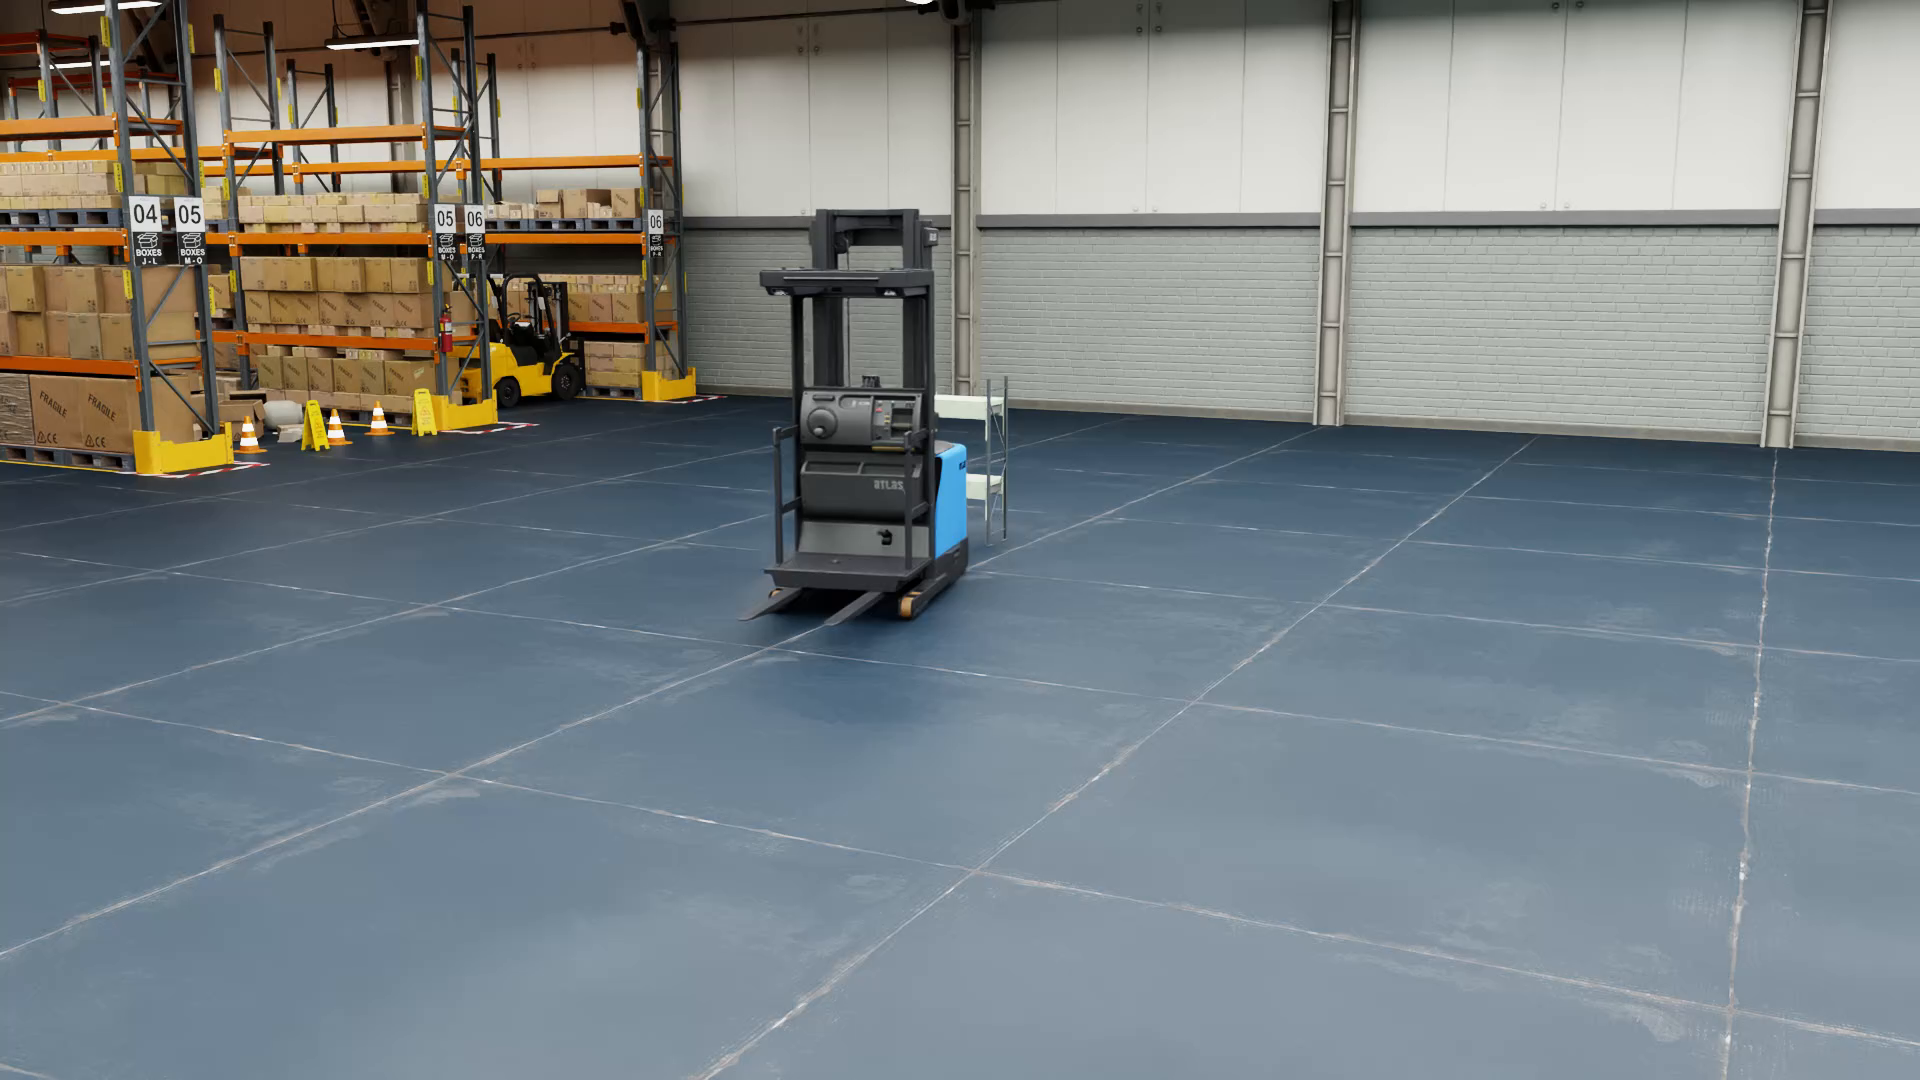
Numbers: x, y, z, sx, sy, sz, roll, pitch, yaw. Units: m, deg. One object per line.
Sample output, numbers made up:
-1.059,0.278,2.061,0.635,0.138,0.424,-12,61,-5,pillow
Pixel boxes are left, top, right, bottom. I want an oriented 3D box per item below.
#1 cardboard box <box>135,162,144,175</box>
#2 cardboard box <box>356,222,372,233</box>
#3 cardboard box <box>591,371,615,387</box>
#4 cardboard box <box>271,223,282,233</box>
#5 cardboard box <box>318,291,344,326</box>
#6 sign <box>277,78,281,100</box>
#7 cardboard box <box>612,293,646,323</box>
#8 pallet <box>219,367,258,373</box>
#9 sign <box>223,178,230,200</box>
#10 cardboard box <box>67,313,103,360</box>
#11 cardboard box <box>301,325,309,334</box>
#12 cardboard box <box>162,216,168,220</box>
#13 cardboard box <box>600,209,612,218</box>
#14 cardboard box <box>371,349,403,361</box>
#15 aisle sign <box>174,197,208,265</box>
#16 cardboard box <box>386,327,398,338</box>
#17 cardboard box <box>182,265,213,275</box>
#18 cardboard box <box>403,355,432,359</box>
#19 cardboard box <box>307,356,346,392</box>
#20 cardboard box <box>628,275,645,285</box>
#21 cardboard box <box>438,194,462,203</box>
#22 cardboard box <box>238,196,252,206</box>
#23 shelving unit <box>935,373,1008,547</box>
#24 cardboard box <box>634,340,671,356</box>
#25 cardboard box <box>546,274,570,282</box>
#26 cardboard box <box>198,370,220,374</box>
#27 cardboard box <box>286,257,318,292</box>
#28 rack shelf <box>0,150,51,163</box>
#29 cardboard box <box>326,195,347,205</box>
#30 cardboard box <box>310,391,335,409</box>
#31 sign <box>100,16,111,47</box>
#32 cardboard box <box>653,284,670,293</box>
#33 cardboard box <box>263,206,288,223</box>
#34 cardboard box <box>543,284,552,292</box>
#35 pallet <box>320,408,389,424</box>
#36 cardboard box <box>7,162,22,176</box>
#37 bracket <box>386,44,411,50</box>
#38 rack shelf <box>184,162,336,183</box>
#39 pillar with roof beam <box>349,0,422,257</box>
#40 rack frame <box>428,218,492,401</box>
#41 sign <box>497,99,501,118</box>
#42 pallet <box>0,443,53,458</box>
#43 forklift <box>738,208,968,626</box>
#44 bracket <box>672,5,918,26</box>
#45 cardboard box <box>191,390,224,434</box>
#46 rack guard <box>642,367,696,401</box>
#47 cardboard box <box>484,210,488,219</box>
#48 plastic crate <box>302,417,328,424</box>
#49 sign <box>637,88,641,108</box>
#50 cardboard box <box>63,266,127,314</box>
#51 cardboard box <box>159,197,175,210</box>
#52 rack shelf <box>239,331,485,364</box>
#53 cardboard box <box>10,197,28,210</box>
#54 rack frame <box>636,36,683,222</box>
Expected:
-9.731,-4.447,19.963,0.250,0.149,0.380,5,11,26,cardboard box
-8.596,-4.567,24.325,0.250,0.149,0.380,5,11,25,cardboard box
-6.059,-2.822,28.941,0.500,0.250,0.500,5,11,26,cardboard box
-10.184,-4.720,25.172,0.250,0.149,0.380,5,11,26,cardboard box
-9.198,-3.465,24.839,0.500,0.500,0.500,5,11,26,cardboard box
-10.580,-6.999,25.789,0.005,0.325,0.100,5,11,26,sign
-5.614,-3.987,28.556,0.500,0.500,0.500,5,11,25,cardboard box
-13.973,-3.360,33.205,1.213,0.211,1.003,5,11,26,pallet
-11.078,-5.298,25.103,0.005,0.325,0.100,5,11,26,sign
-10.204,-2.485,20.117,0.550,0.550,0.875,5,11,26,cardboard box
-9.735,-3.195,25.165,0.250,0.149,0.380,5,11,26,cardboard box
-12.332,-5.176,26.225,0.500,0.250,0.500,5,11,27,cardboard box
-5.933,-5.566,28.384,0.250,0.149,0.380,5,11,24,cardboard box
-8.442,-2.729,24.503,0.250,0.149,0.380,5,12,27,cardboard box
-9.152,-3.671,19.791,0.004,0.787,0.394,5,11,26,aisle sign
-8.176,-3.045,24.340,0.250,0.149,0.380,5,11,25,cardboard box
-11.974,-4.237,26.102,0.250,0.149,0.380,5,11,24,cardboard box
-8.342,-2.521,25.170,0.500,0.500,0.500,5,11,24,cardboard box
-9.477,-2.515,25.138,0.500,0.500,0.500,6,12,29,cardboard box
-5.471,-4.450,28.459,0.250,0.149,0.380,5,11,26,cardboard box
-7.477,-4.953,24.220,0.250,0.149,0.380,5,11,25,cardboard box
-10.698,-5.131,25.201,0.250,0.149,0.380,5,11,25,cardboard box
0.006,-0.737,15.094,0.755,1.500,0.431,5,11,26,shelving unit
-5.403,-3.355,29.077,0.500,0.250,0.500,5,11,25,cardboard box
-7.067,-4.593,29.247,0.250,0.149,0.380,5,11,26,cardboard box
-12.578,-2.528,26.976,0.625,0.372,0.950,5,12,28,cardboard box
-9.651,-3.994,24.951,0.500,0.500,0.700,5,11,25,cardboard box
-16.217,-6.337,28.120,4.000,0.370,1.077,5,11,26,rack shelf
-9.073,-4.988,24.410,0.250,0.149,0.380,5,12,27,cardboard box
-9.466,-2.145,25.204,0.500,0.250,0.500,5,11,25,cardboard box
-9.601,-5.714,18.691,0.005,0.325,0.100,5,11,26,sign
-5.245,-4.377,28.893,0.250,0.149,0.380,5,11,24,cardboard box
-10.096,-4.894,25.013,0.500,0.250,0.500,5,11,25,cardboard box
-7.096,-4.432,29.196,0.250,0.149,0.380,5,11,25,cardboard box
-9.120,-1.948,25.399,1.213,0.211,1.003,5,11,26,pallet
-11.169,-4.443,19.938,0.250,0.149,0.380,5,11,26,cardboard box
-10.447,-9.246,30.945,0.430,0.232,0.235,5,11,26,bracket
-14.024,-7.130,32.502,4.000,0.370,1.077,5,11,26,rack shelf
-12.567,-6.877,27.960,0.548,9.000,9.100,5,11,26,pillar with roof beam
-7.249,-3.148,24.201,0.127,3.000,1.000,5,11,26,rack frame
-8.376,-7.832,30.172,0.005,0.325,0.100,5,11,26,sign
-12.288,-1.220,21.378,1.213,0.211,1.003,5,11,26,pallet
-0.787,-0.941,12.200,1.130,2.935,3.031,3,11,14,forklift
-2.741,-8.569,27.203,4.783,0.066,0.076,5,11,26,bracket
-10.787,-1.793,23.342,0.503,0.637,0.797,5,11,26,cardboard box
-5.035,-2.709,28.795,0.348,0.500,1.175,5,11,26,rack guard
-8.375,-5.781,29.570,0.250,0.149,0.380,5,12,27,cardboard box
-9.791,-1.772,24.795,0.583,0.080,0.402,1,10,6,plastic crate
-5.309,-7.306,27.485,0.005,0.325,0.100,5,11,26,sign
-10.198,-3.019,20.033,0.550,0.550,0.875,5,11,26,cardboard box
-9.514,-4.036,19.930,0.250,0.149,0.380,5,11,26,cardboard box
-9.043,-2.952,25.136,4.000,0.370,1.077,5,11,26,rack shelf
-11.164,-4.050,20.008,0.250,0.149,0.380,5,11,27,cardboard box
-5.056,-6.893,28.048,0.127,3.000,1.000,5,11,26,rack frame
